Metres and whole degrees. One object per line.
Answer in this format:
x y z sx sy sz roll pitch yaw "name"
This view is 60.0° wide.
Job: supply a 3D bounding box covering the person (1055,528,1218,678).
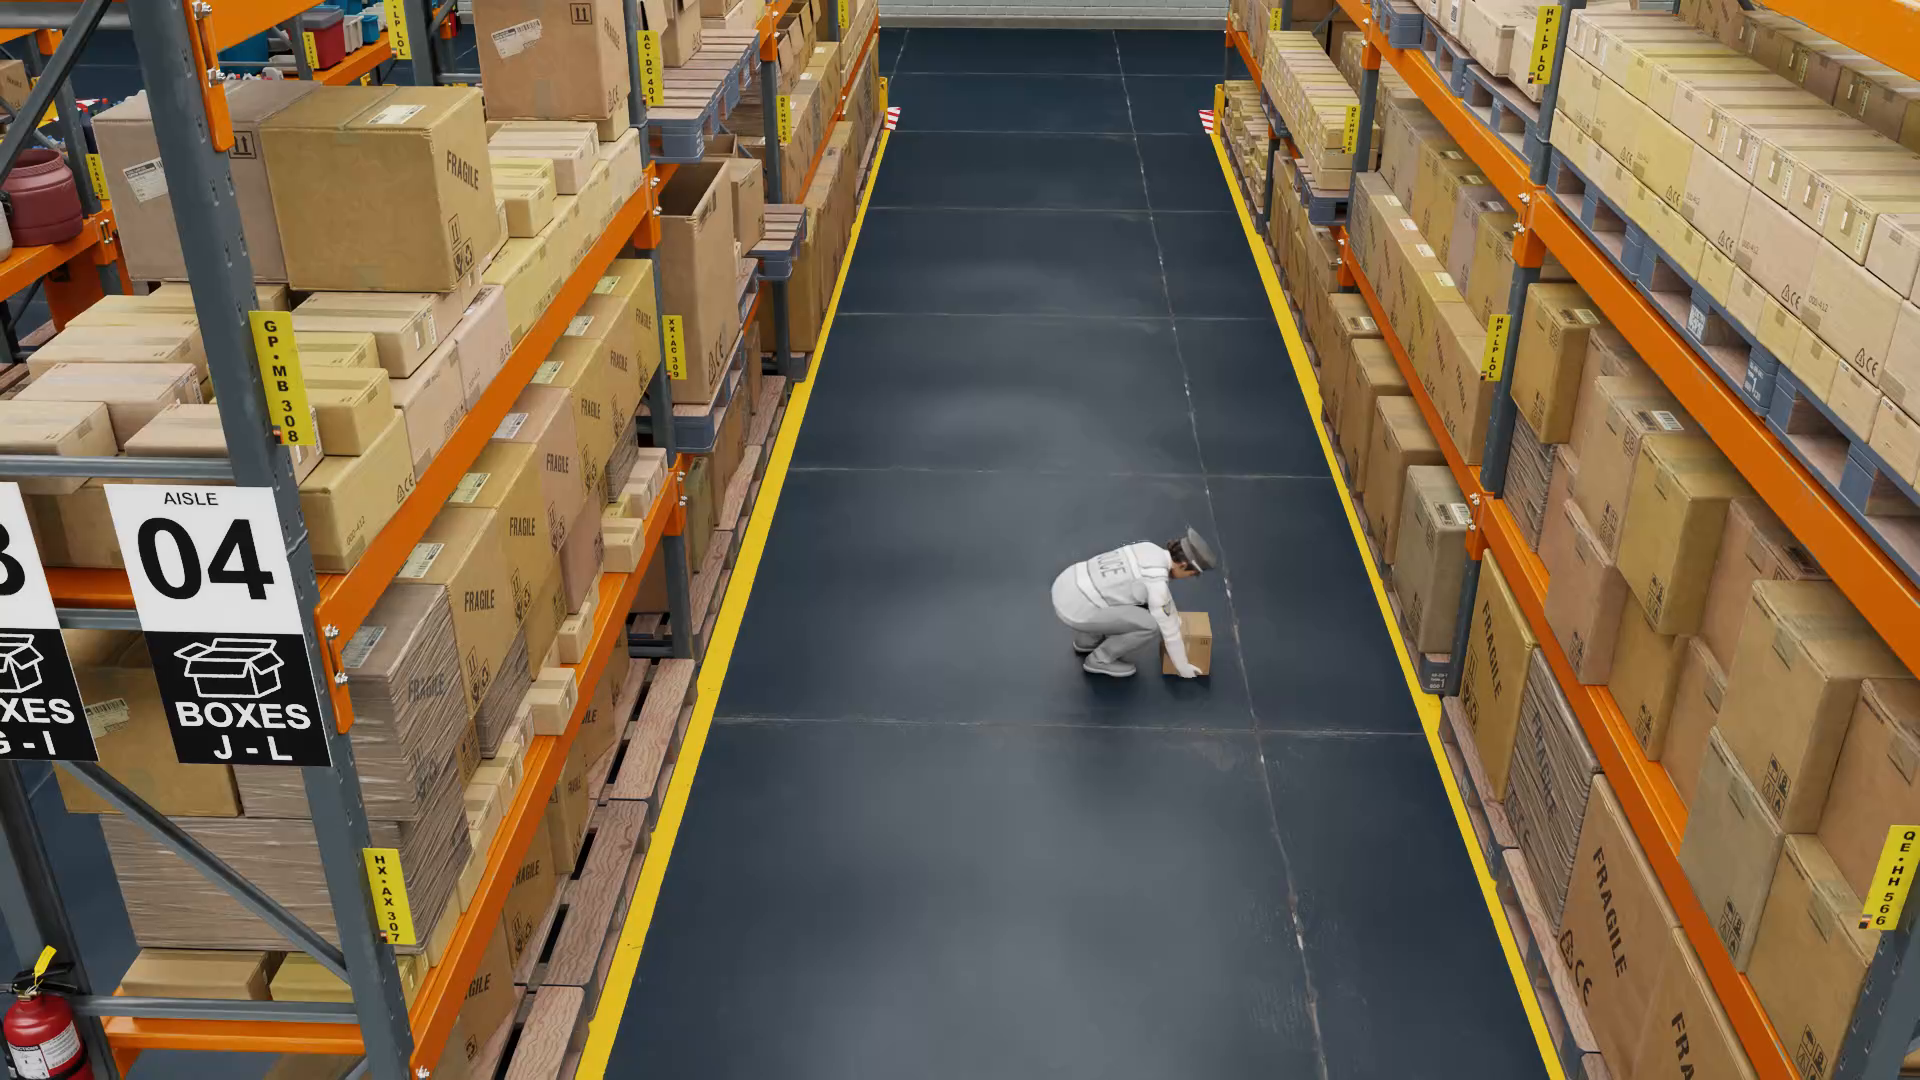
0.944 0.347 8.978 0.869 0.846 0.468 1 28 2 "person"
